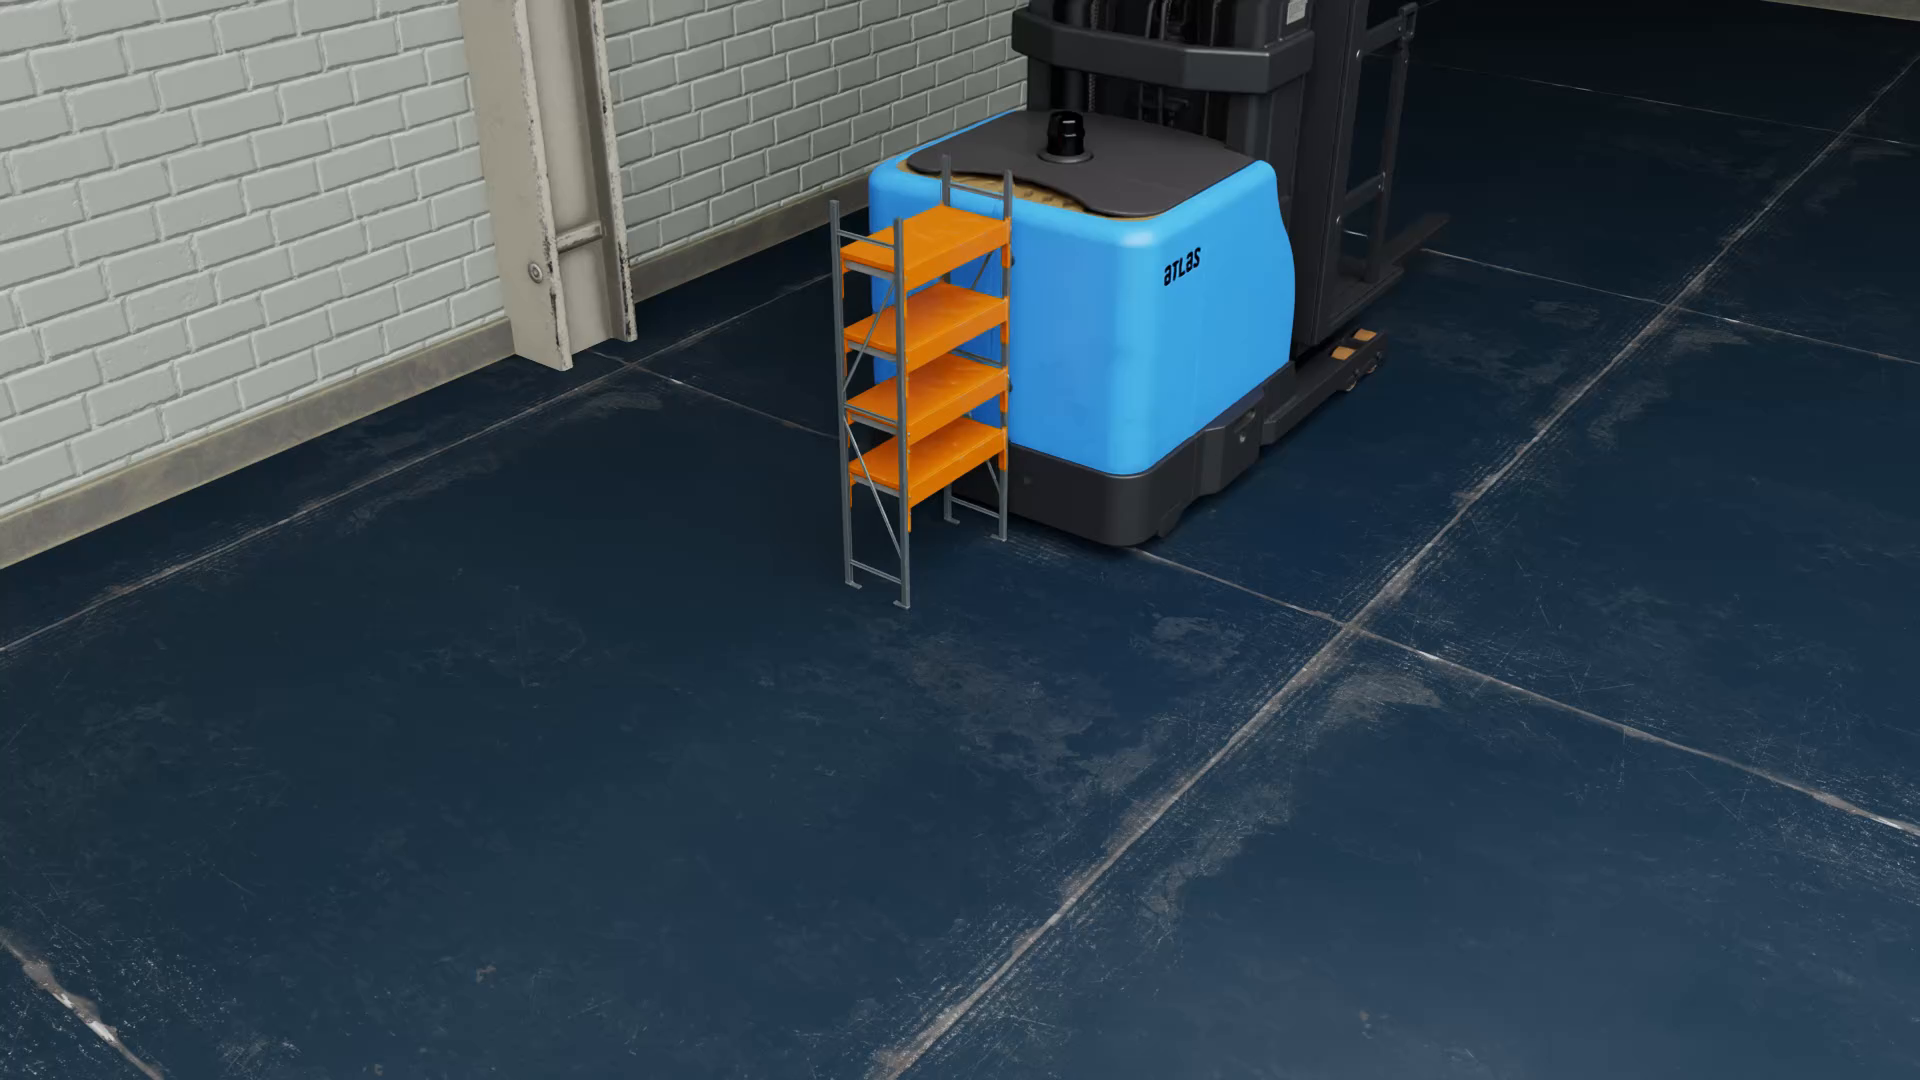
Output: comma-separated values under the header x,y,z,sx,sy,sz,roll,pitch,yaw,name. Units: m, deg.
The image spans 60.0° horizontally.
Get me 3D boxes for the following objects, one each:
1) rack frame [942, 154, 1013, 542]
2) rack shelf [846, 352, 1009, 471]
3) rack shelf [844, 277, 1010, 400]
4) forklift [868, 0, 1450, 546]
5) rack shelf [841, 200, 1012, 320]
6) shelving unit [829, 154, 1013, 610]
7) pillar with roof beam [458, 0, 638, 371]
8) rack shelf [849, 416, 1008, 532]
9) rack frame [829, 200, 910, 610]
x,y,z,sx,sy,sz,roll,pitch,yaw,name
0.047,-0.548,4.998,0.240,1.200,0.015,21,37,31,rack frame
-0.100,-0.391,4.865,0.258,0.148,0.480,21,37,31,rack shelf
-0.100,-0.583,4.751,0.258,0.148,0.480,21,37,31,rack shelf
0.966,-1.941,5.650,1.130,2.935,3.031,20,36,30,forklift
-0.100,-0.787,4.630,0.258,0.148,0.480,21,37,31,rack shelf
-0.100,-0.449,4.831,0.258,1.200,0.503,21,37,31,shelving unit
1.915,-3.316,2.019,9.100,9.000,0.400,21,37,31,pillar with roof beam
-0.100,-0.220,4.966,0.258,0.148,0.480,21,37,31,rack shelf
-0.247,-0.350,4.663,0.240,1.200,0.015,21,37,31,rack frame
